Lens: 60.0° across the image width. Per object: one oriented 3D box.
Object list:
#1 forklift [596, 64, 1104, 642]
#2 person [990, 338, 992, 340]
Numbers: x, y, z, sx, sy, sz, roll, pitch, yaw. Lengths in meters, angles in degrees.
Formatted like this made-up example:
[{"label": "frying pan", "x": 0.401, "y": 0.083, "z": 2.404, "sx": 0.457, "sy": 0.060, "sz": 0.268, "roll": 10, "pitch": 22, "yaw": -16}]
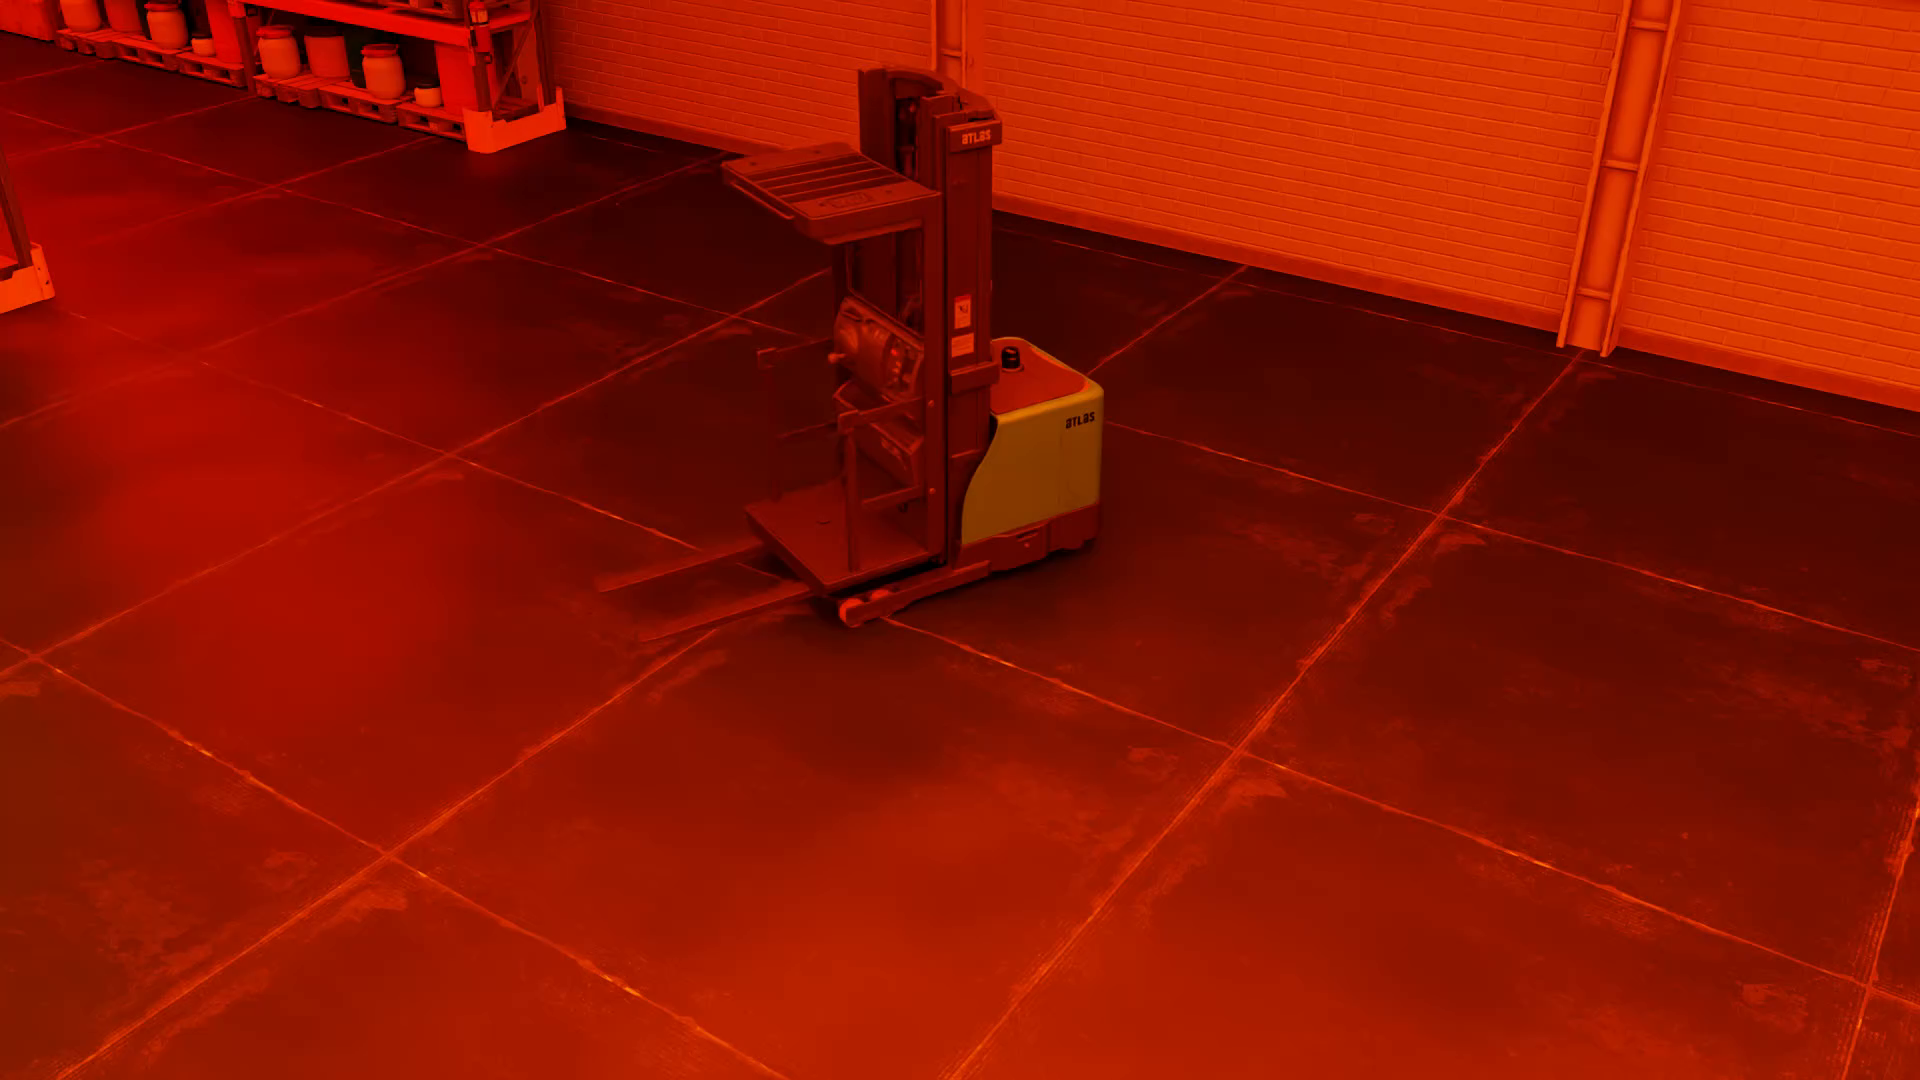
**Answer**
[{"label": "forklift", "x": -0.642, "y": -1.063, "z": 9.412, "sx": 3.031, "sy": 2.935, "sz": 1.130, "roll": -17, "pitch": 34, "yaw": -27}, {"label": "person", "x": -0.014, "y": -2.081, "z": 12.528, "sx": 0.811, "sy": 1.586, "sz": 0.779, "roll": -23, "pitch": 37, "yaw": -34}]
